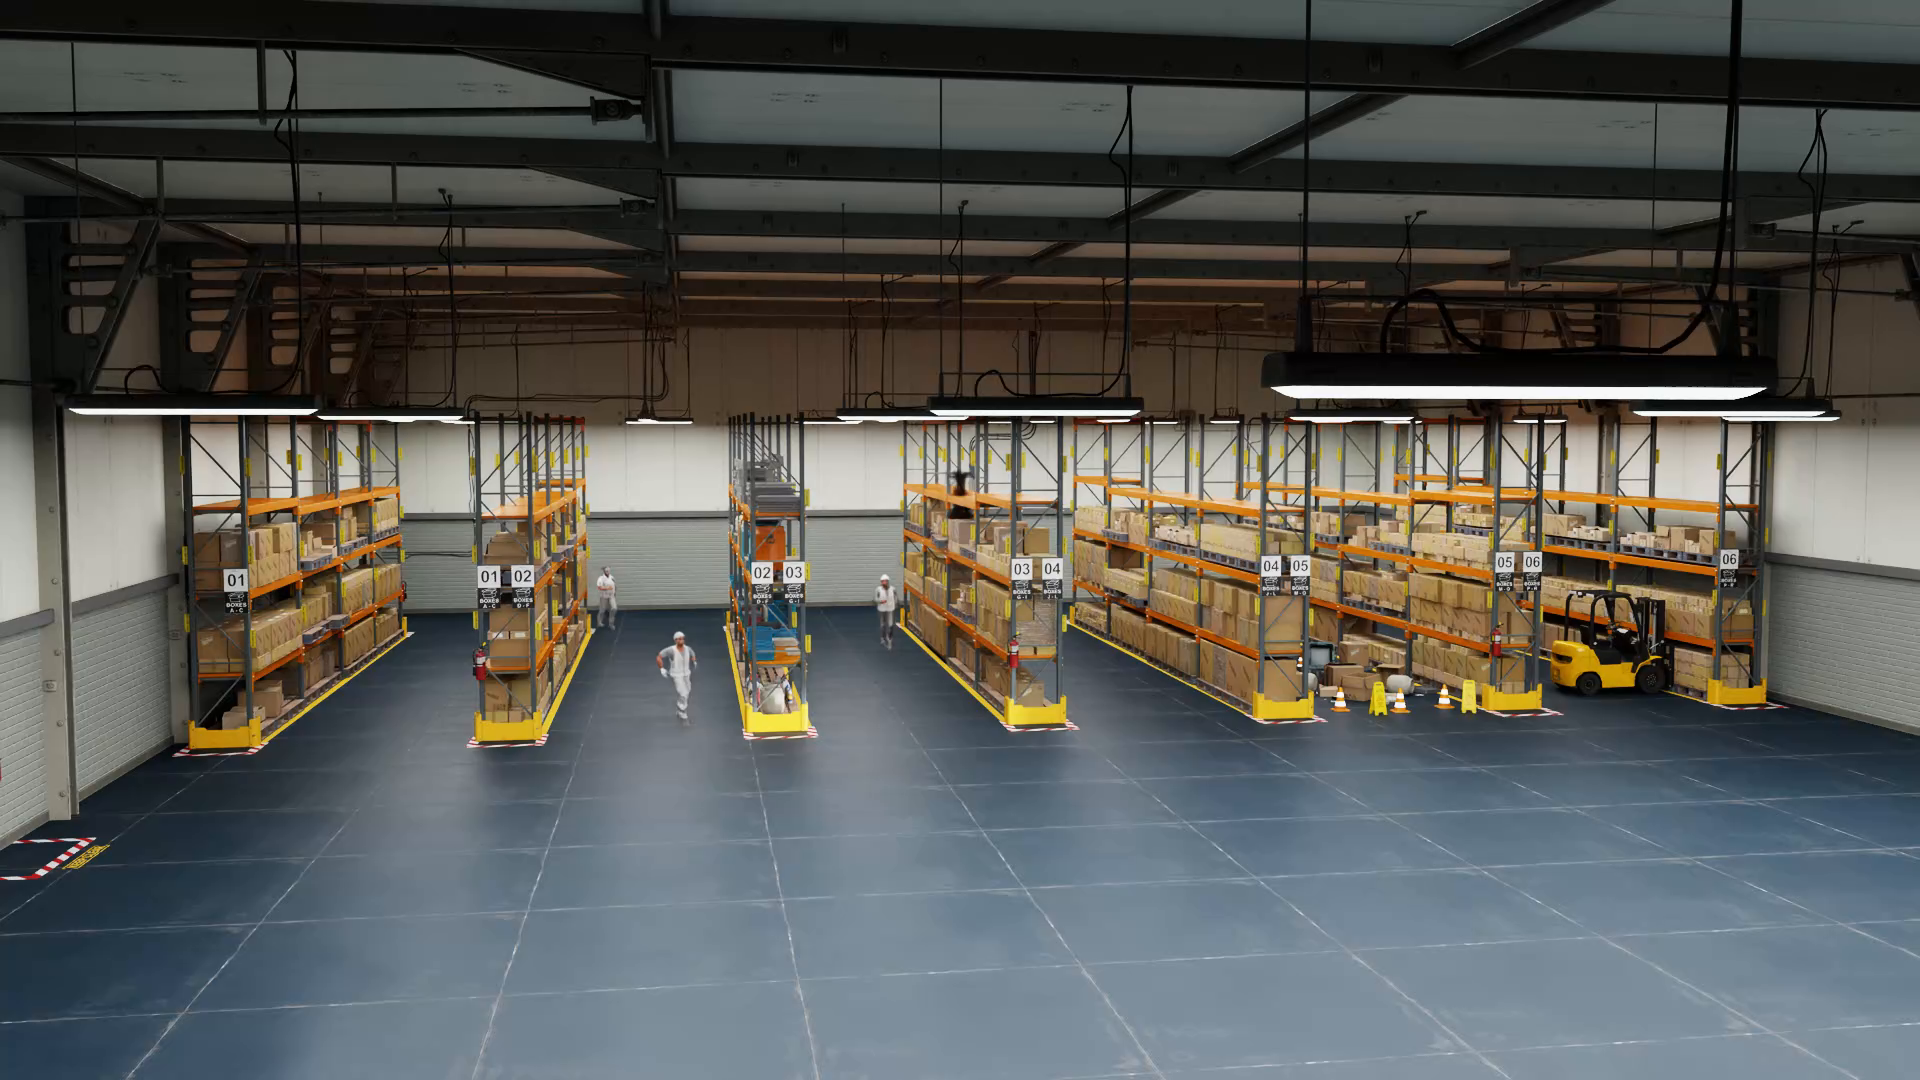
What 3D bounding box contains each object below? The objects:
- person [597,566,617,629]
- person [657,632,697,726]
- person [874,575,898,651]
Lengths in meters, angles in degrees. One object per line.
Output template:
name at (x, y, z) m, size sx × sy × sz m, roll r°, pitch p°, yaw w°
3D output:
person at (-10.022, 1.644, 47.189) m, size 0.628 × 1.838 × 0.855 m, roll -3°, pitch 5°, yaw -40°
person at (-5.399, 2.674, 31.975) m, size 0.774 × 1.844 × 0.700 m, roll -3°, pitch 5°, yaw -42°
person at (-1.826, 1.790, 41.086) m, size 0.613 × 1.872 × 0.797 m, roll 0°, pitch 4°, yaw -7°
